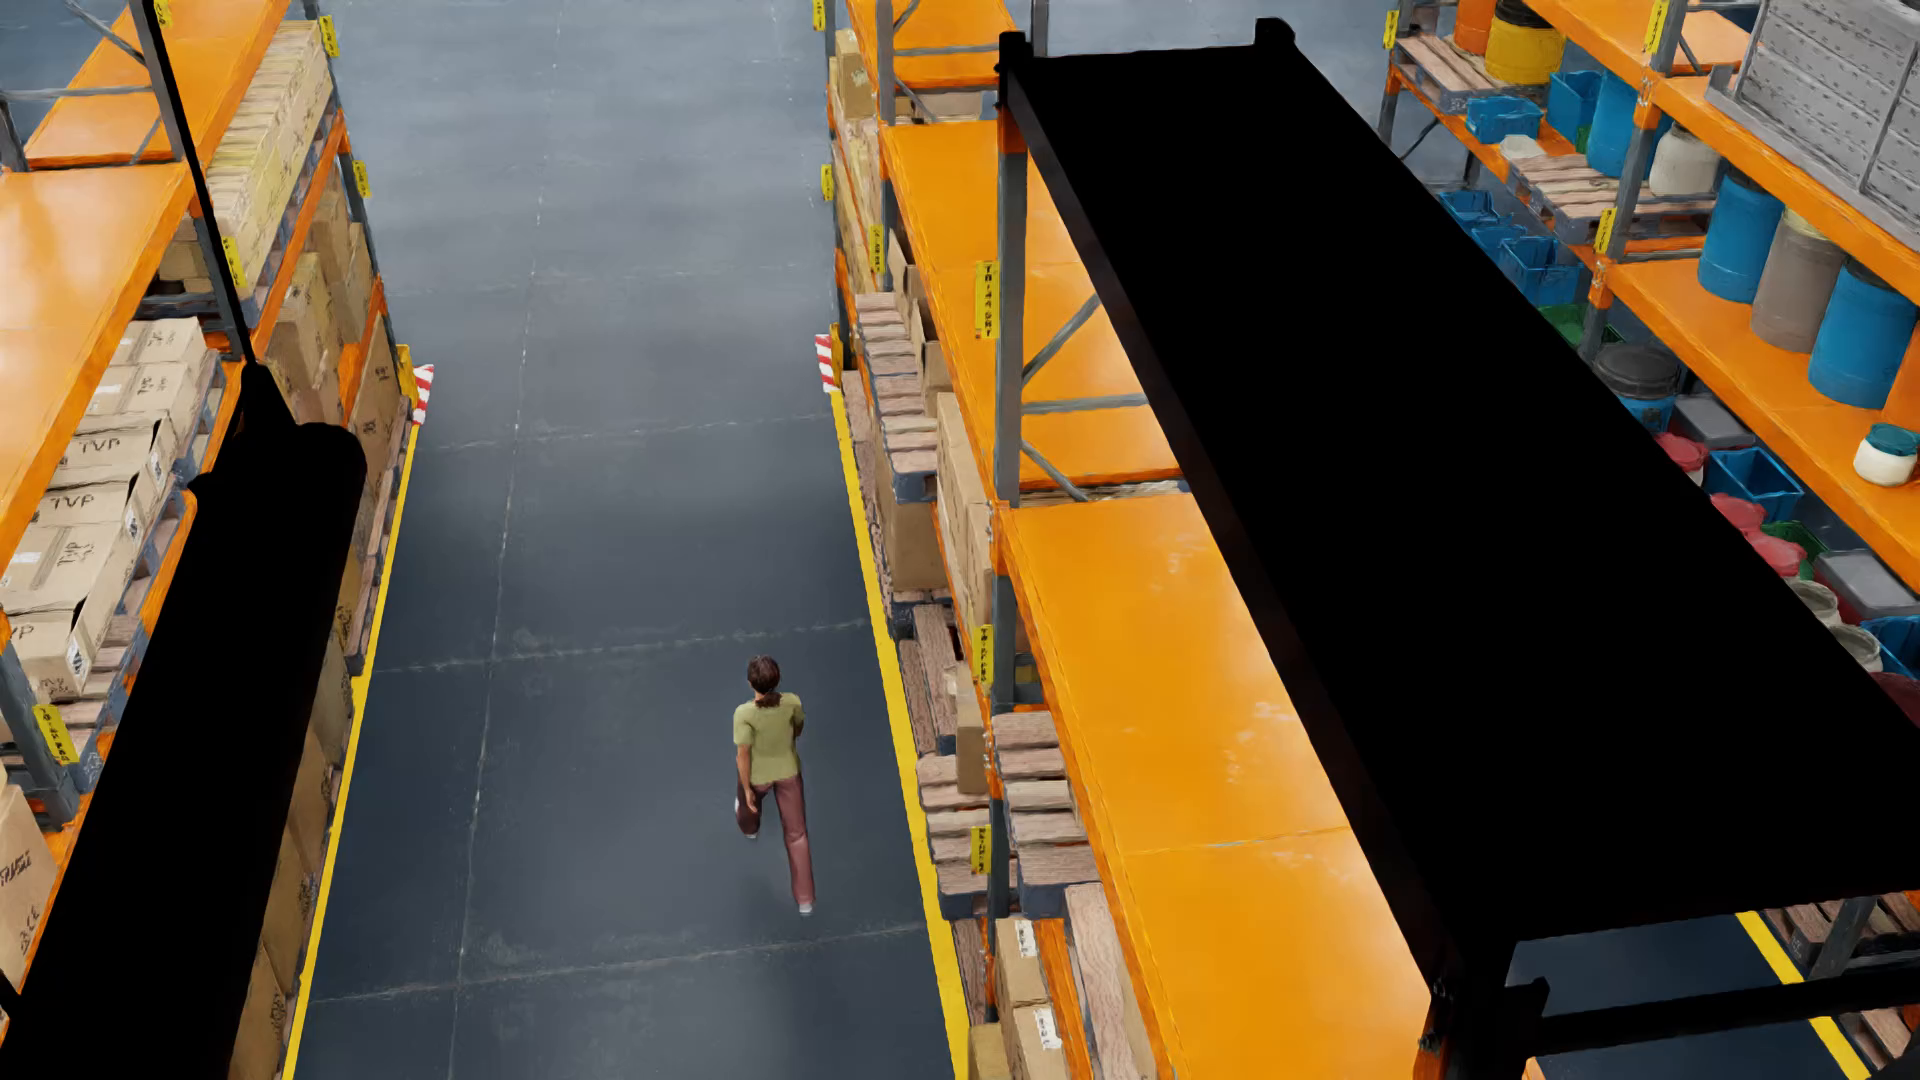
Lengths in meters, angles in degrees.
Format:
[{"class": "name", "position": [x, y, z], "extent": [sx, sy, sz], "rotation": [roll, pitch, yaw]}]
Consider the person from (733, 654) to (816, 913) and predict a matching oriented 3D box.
[{"class": "person", "position": [-1.109, 1.320, 9.809], "extent": [0.445, 1.603, 1.018], "rotation": [-11, 38, -14]}]
